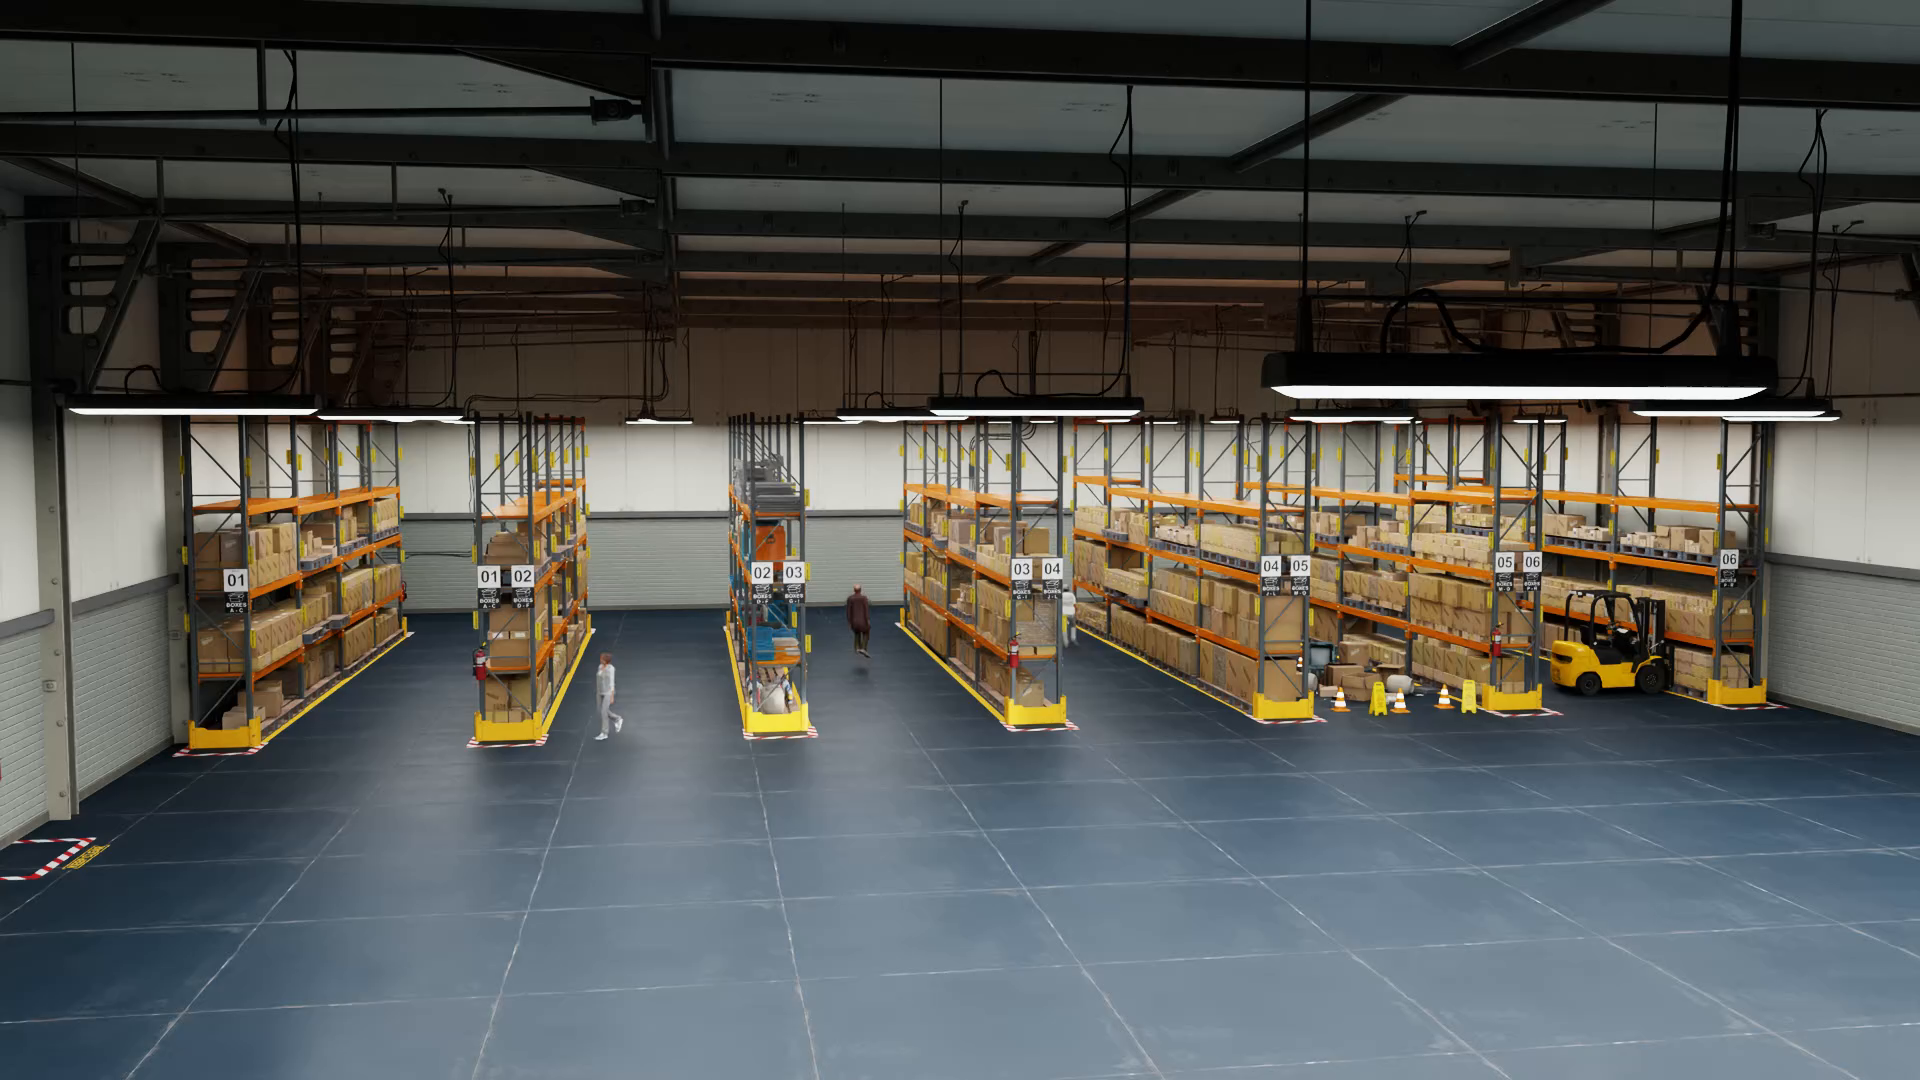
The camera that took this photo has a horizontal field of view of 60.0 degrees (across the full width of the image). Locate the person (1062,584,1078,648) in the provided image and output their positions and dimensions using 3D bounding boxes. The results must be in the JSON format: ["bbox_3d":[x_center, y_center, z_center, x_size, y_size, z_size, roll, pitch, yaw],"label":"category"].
[{"bbox_3d":[2.793,1.966,43.121,0.526,1.662,0.485,-1,4,-10],"label":"person"}]

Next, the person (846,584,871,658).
[{"bbox_3d":[-2.432,1.945,39.864,0.607,1.774,0.502,0,4,7],"label":"person"}]

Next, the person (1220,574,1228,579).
[{"bbox_3d":[7.377,1.695,46.125,0.472,1.790,0.602,3,5,36],"label":"person"}]

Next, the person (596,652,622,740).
[{"bbox_3d":[-6.474,2.840,30.582,0.435,1.585,0.695,4,5,44],"label":"person"}]
